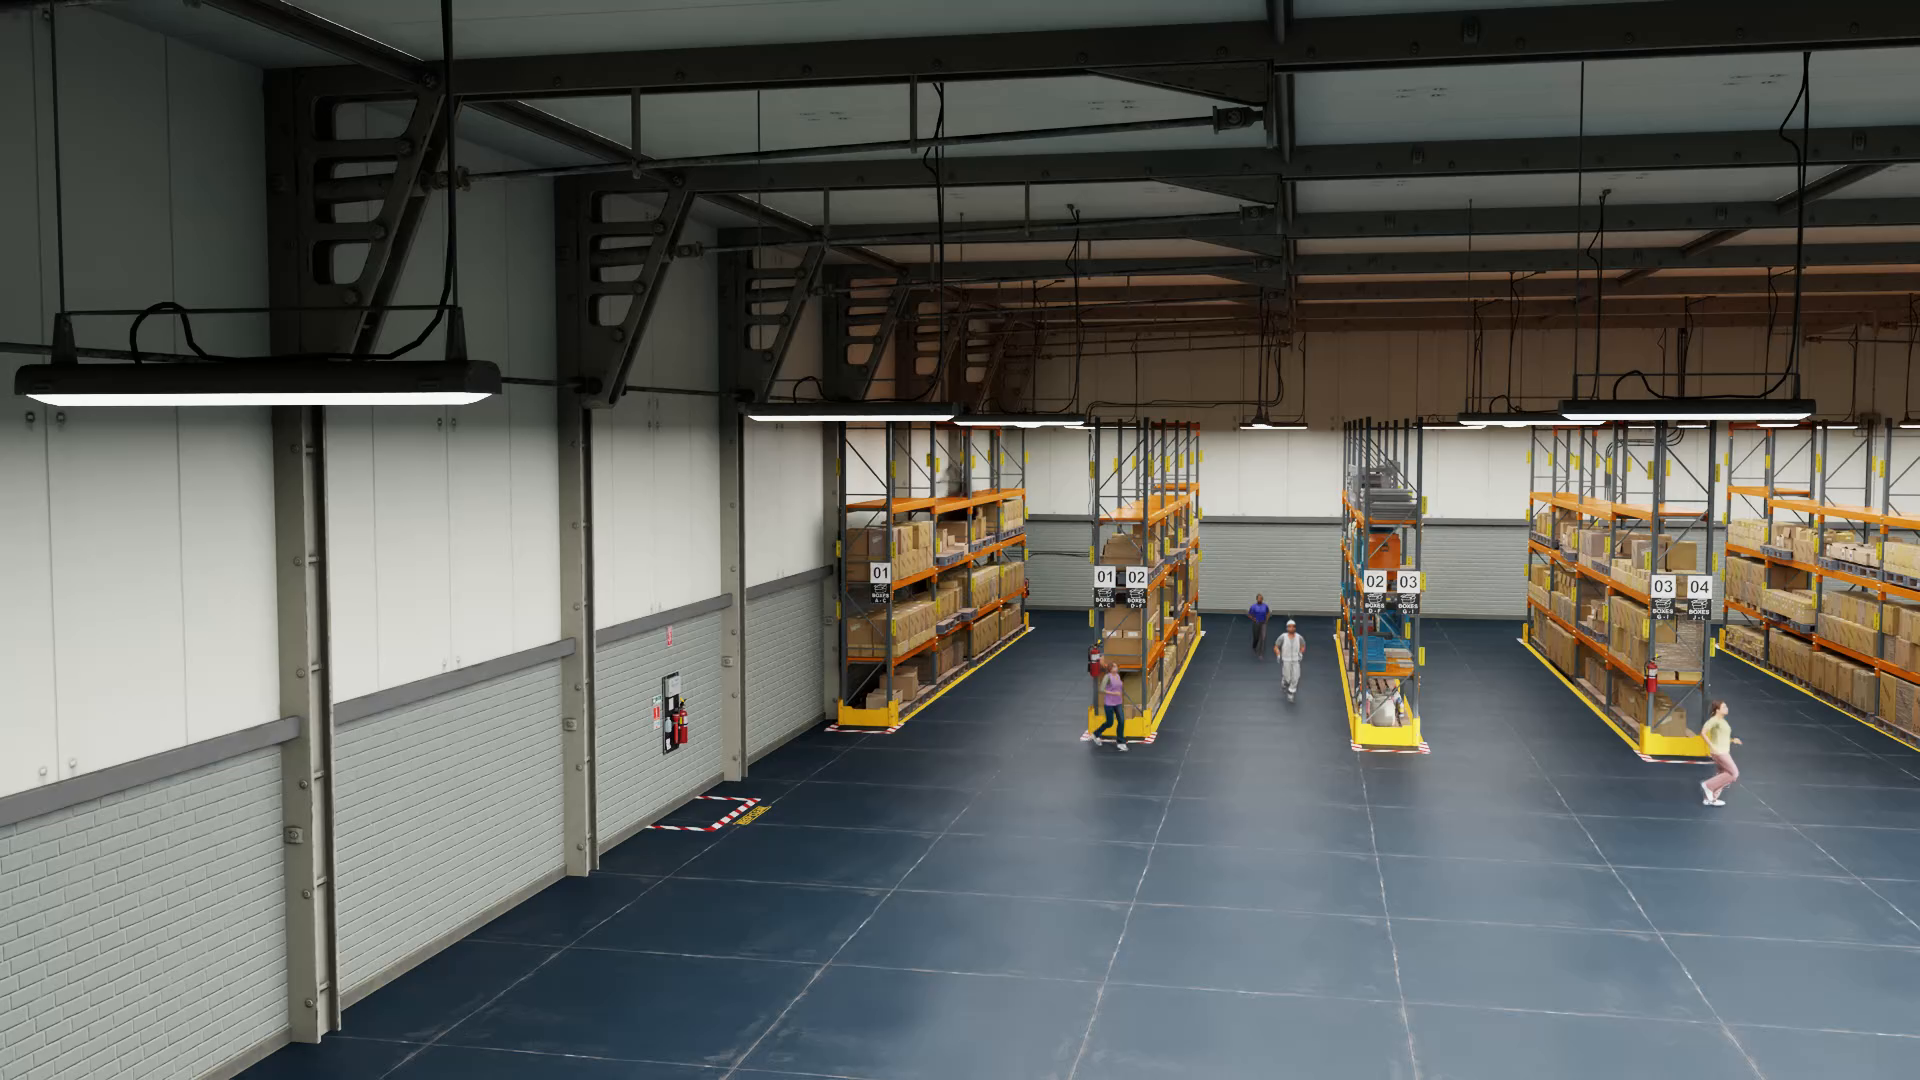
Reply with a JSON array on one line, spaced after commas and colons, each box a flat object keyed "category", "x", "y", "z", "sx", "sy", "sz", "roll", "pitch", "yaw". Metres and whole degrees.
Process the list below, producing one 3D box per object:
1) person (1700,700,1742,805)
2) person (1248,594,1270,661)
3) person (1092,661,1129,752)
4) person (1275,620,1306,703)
[{"category": "person", "x": 11.640, "y": 3.252, "z": 25.393, "sx": 0.537, "sy": 1.623, "sz": 0.567, "roll": 3, "pitch": 5, "yaw": 36}, {"category": "person", "x": 7.571, "y": 2.187, "z": 42.039, "sx": 0.579, "sy": 1.659, "sz": 0.859, "roll": 0, "pitch": 4, "yaw": 0}, {"category": "person", "x": 2.722, "y": 2.977, "z": 29.925, "sx": 0.547, "sy": 1.611, "sz": 0.766, "roll": -3, "pitch": 5, "yaw": -42}, {"category": "person", "x": 7.013, "y": 2.573, "z": 35.255, "sx": 0.657, "sy": 1.743, "sz": 0.605, "roll": 0, "pitch": 4, "yaw": 0}]
